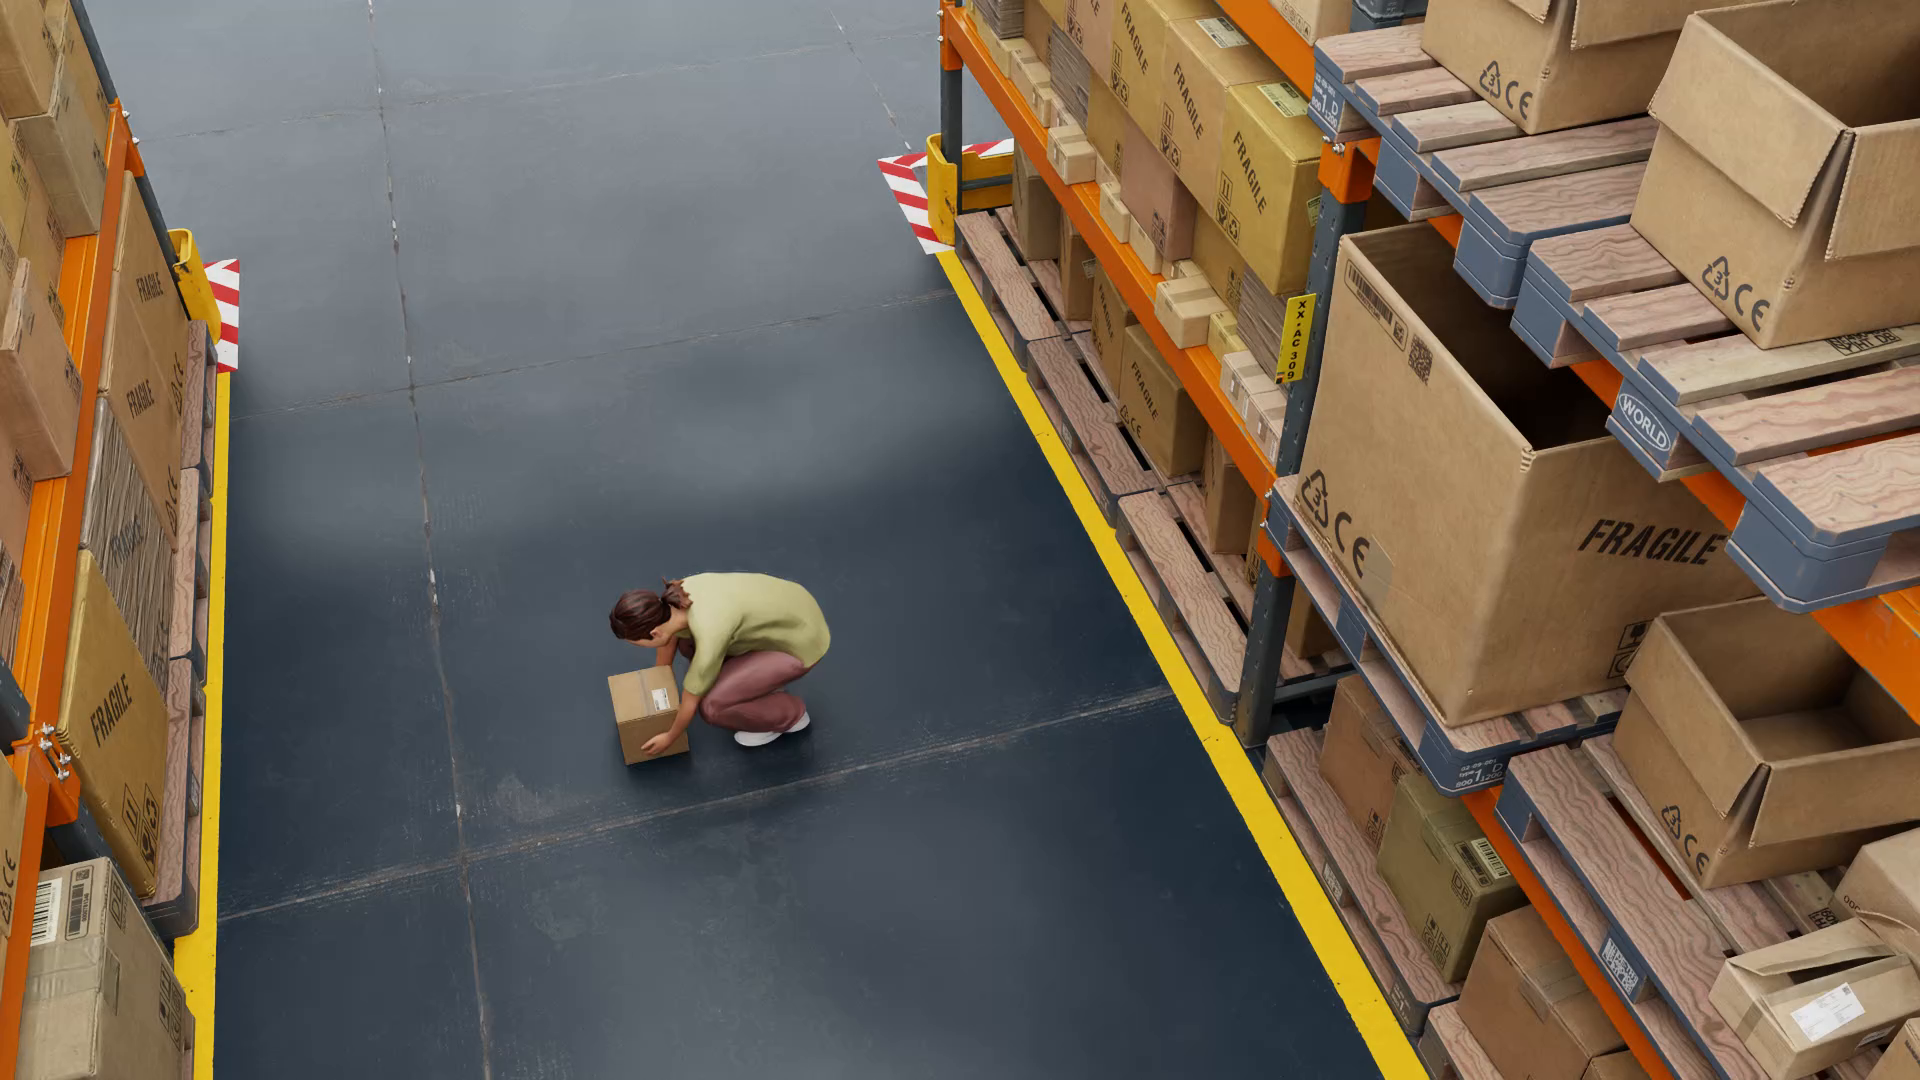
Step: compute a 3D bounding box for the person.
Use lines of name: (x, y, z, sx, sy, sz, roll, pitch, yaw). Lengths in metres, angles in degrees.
person: (-0.895, 0.419, 6.341, 0.803, 0.820, 0.471, -12, 44, -13)
